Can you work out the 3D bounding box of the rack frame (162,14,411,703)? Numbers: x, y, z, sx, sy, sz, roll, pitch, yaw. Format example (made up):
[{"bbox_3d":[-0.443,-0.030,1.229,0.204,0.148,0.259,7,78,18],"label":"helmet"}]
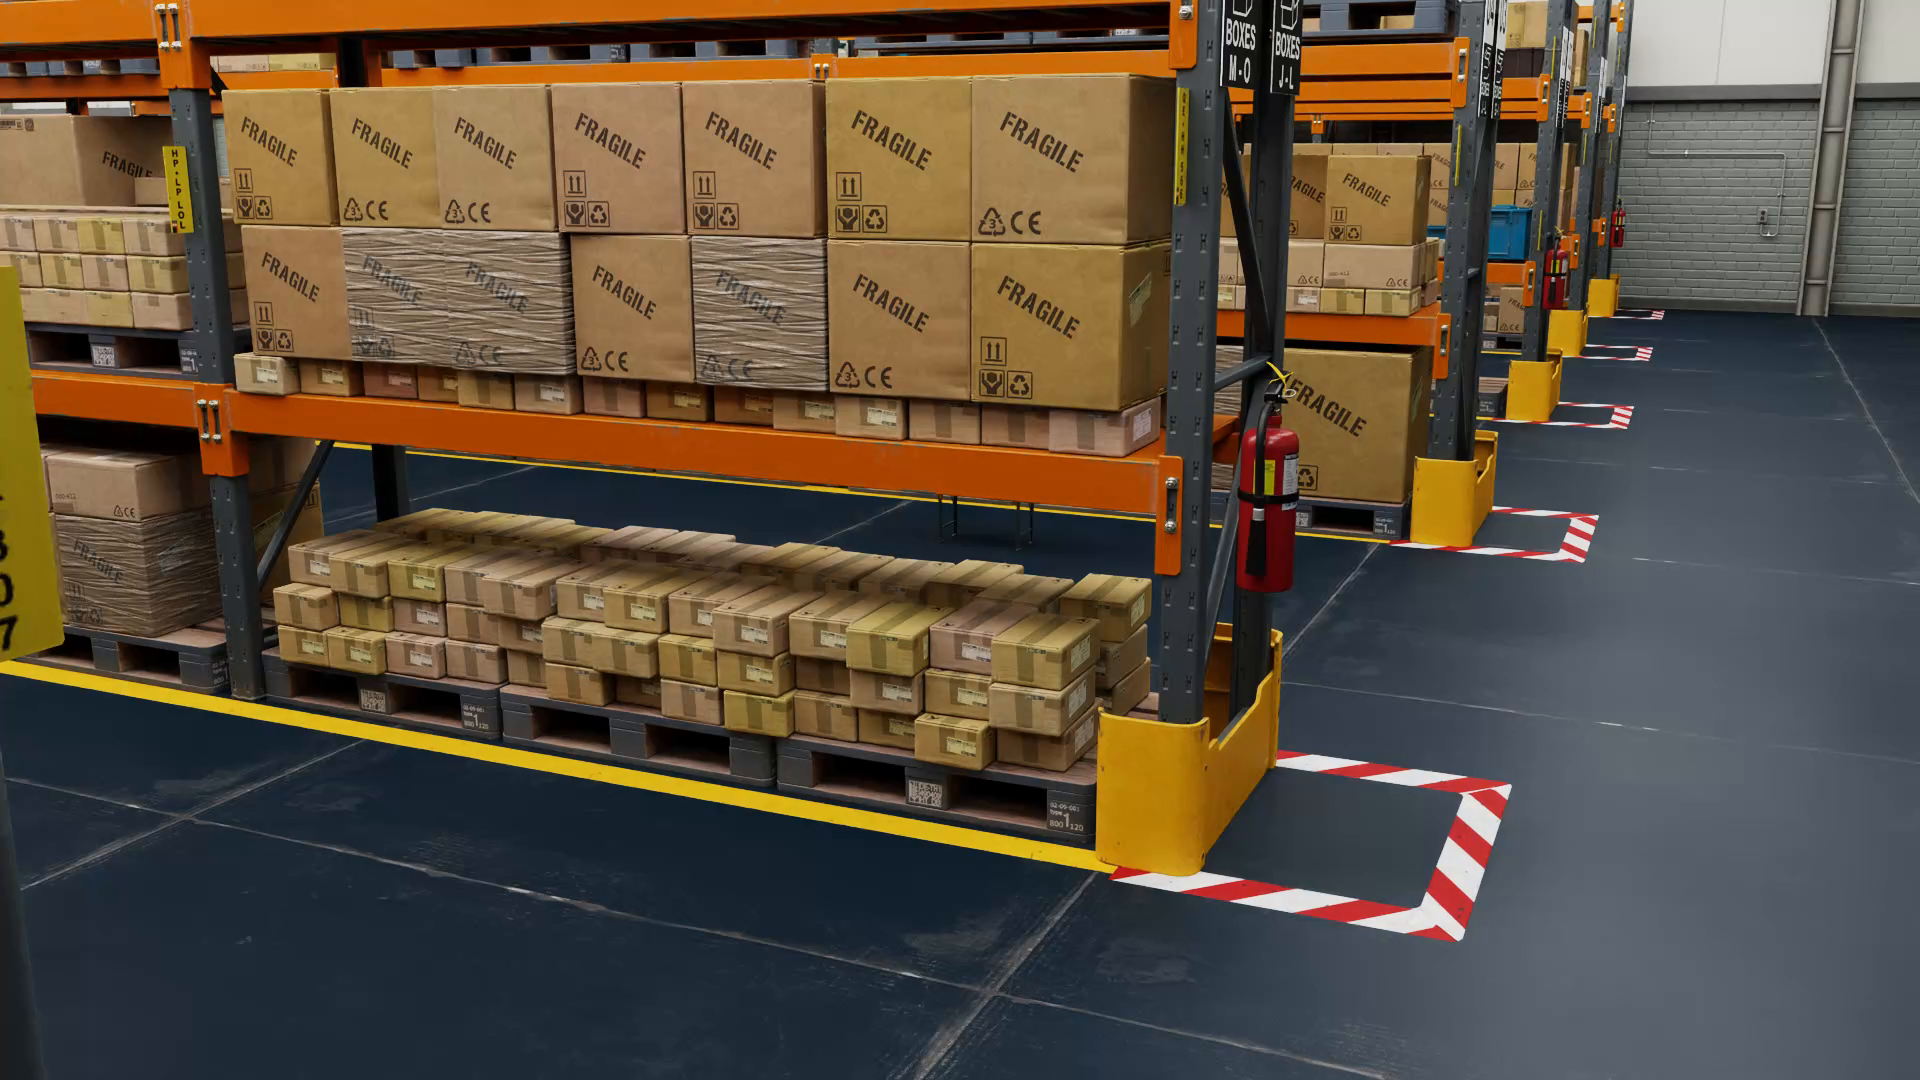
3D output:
[{"bbox_3d":[-2.777,-0.896,7.007,0.127,3.000,1.000,6,14,23],"label":"rack frame"}]

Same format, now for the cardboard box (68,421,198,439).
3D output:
[{"bbox_3d":[-3.833,-0.421,7.894,0.500,0.250,0.500,6,15,25],"label":"cardboard box"}]

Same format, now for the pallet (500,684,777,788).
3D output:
[{"bbox_3d":[-1.029,0.629,6.613,1.213,0.211,1.003,6,14,23],"label":"pallet"}]

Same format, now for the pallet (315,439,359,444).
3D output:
[{"bbox_3d":[-5.047,-1.008,13.588,1.213,0.211,1.003,6,14,23],"label":"pallet"}]

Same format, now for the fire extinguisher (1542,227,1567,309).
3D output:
[{"bbox_3d":[4.942,-2.259,13.801,0.183,0.674,0.296,6,14,23],"label":"fire extinguisher"}]

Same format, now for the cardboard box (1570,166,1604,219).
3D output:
[{"bbox_3d":[8.530,-4.847,23.190,0.700,0.700,0.980,7,15,26],"label":"cardboard box"}]

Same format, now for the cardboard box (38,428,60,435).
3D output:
[{"bbox_3d":[-4.514,-0.361,7.638,0.500,0.250,0.500,5,14,21],"label":"cardboard box"}]

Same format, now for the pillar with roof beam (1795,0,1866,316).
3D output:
[{"bbox_3d":[10.076,-6.609,18.220,0.400,9.000,9.100,6,14,23],"label":"pillar with roof beam"}]

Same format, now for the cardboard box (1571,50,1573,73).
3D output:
[{"bbox_3d":[6.425,-5.246,18.215,0.500,0.250,0.500,6,14,23],"label":"cardboard box"}]

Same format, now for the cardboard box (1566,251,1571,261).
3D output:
[{"bbox_3d":[8.515,-4.034,23.512,0.250,0.149,0.380,6,14,24],"label":"cardboard box"}]

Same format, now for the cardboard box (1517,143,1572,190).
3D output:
[{"bbox_3d":[6.479,-4.141,18.427,0.500,0.500,0.500,6,14,23],"label":"cardboard box"}]

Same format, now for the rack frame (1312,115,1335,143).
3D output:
[{"bbox_3d":[5.343,-5.026,24.610,0.127,3.000,1.000,6,14,23],"label":"rack frame"}]

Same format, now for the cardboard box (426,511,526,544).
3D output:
[{"bbox_3d":[-2.096,-0.008,7.243,0.250,0.149,0.380,6,14,24],"label":"cardboard box"}]

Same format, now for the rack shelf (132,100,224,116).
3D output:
[{"bbox_3d":[-7.812,-4.993,19.474,4.000,0.370,1.077,6,14,23],"label":"rack shelf"}]

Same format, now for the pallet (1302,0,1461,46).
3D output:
[{"bbox_3d":[2.299,-3.036,9.756,1.213,0.211,1.003,6,14,23],"label":"pallet"}]

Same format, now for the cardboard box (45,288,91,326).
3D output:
[{"bbox_3d":[-3.685,-1.021,7.170,0.250,0.149,0.380,6,14,23],"label":"cardboard box"}]

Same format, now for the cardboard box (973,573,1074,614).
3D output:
[{"bbox_3d":[0.238,0.248,6.150,0.250,0.149,0.380,6,15,24],"label":"cardboard box"}]

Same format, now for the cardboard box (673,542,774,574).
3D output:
[{"bbox_3d":[-0.941,0.128,6.664,0.250,0.149,0.380,6,14,23],"label":"cardboard box"}]

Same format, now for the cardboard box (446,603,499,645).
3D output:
[{"bbox_3d":[-1.824,0.288,6.630,0.250,0.149,0.380,5,14,20],"label":"cardboard box"}]

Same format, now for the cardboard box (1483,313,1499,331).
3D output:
[{"bbox_3d":[6.067,-2.511,19.130,0.250,0.166,0.380,6,14,23],"label":"cardboard box"}]

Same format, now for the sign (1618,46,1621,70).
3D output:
[{"bbox_3d":[8.768,-6.397,22.120,0.005,0.325,0.100,6,14,23],"label":"sign"}]

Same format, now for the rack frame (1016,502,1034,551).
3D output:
[{"bbox_3d":[0.374,-0.546,9.456,0.015,1.200,0.240,6,14,23],"label":"rack frame"}]

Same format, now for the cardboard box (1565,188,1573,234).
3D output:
[{"bbox_3d":[6.699,-3.766,19.020,0.500,0.500,0.500,6,15,24],"label":"cardboard box"}]

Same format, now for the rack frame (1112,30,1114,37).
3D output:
[{"bbox_3d":[1.331,-5.878,15.106,0.127,3.000,1.000,6,14,23],"label":"rack frame"}]

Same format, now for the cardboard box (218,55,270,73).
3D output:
[{"bbox_3d":[-5.326,-3.716,12.787,0.500,0.250,0.500,6,14,23],"label":"cardboard box"}]

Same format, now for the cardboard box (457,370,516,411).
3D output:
[{"bbox_3d":[-1.669,-0.594,6.269,0.250,0.149,0.380,6,15,24],"label":"cardboard box"}]

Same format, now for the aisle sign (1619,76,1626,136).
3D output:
[{"bbox_3d":[8.945,-5.853,22.440,0.004,0.787,0.394,6,14,23],"label":"aisle sign"}]

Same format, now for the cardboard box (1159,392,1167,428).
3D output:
[{"bbox_3d":[0.717,-0.502,5.878,0.250,0.149,0.380,6,14,23],"label":"cardboard box"}]

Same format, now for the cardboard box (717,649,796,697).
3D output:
[{"bbox_3d":[-0.672,0.431,6.024,0.250,0.149,0.380,6,14,24],"label":"cardboard box"}]

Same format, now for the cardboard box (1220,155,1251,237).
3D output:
[{"bbox_3d":[1.719,-2.183,10.528,0.500,0.500,0.500,5,14,22],"label":"cardboard box"}]

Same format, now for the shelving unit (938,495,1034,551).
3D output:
[{"bbox_3d":[0.151,-0.569,9.553,0.503,1.200,0.258,6,14,23],"label":"shelving unit"}]

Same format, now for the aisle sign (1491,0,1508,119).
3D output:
[{"bbox_3d":[3.169,-2.874,9.747,0.004,0.787,0.394,6,14,23],"label":"aisle sign"}]

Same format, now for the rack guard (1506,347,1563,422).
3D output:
[{"bbox_3d":[5.015,-1.371,14.502,0.348,0.500,1.175,6,14,23],"label":"rack guard"}]

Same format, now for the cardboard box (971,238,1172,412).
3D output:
[{"bbox_3d":[0.365,-0.707,5.333,0.500,0.500,0.500,6,15,24],"label":"cardboard box"}]

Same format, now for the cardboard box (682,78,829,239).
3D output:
[{"bbox_3d":[-0.581,-1.290,5.626,0.500,0.500,0.500,7,15,26],"label":"cardboard box"}]

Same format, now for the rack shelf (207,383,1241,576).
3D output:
[{"bbox_3d":[-0.948,-0.361,6.301,4.000,0.370,1.077,6,14,23],"label":"rack shelf"}]

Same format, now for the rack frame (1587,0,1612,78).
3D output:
[{"bbox_3d":[6.998,-6.542,17.936,0.127,3.000,1.000,6,14,23],"label":"rack frame"}]

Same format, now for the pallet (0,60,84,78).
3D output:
[{"bbox_3d":[-7.469,-3.952,13.878,1.003,0.211,1.213,6,14,23],"label":"pallet"}]

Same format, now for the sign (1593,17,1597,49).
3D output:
[{"bbox_3d":[6.755,-5.399,17.692,0.005,0.325,0.100,6,14,23],"label":"sign"}]

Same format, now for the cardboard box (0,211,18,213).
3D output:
[{"bbox_3d":[-4.414,-1.385,7.419,0.250,0.149,0.380,5,14,21],"label":"cardboard box"}]

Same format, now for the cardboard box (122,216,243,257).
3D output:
[{"bbox_3d":[-3.223,-1.264,6.905,0.250,0.149,0.380,7,15,26],"label":"cardboard box"}]

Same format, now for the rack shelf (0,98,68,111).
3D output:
[{"bbox_3d":[-9.818,-3.958,15.065,4.000,0.370,1.077,6,14,23],"label":"rack shelf"}]

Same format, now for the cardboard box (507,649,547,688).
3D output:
[{"bbox_3d":[-1.570,0.456,6.568,0.250,0.149,0.380,5,14,21],"label":"cardboard box"}]

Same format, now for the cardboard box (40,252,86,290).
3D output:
[{"bbox_3d":[-3.688,-1.166,7.139,0.250,0.149,0.380,6,15,26],"label":"cardboard box"}]

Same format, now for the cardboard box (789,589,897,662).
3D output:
[{"bbox_3d":[-0.412,0.302,5.921,0.250,0.149,0.380,5,14,21],"label":"cardboard box"}]

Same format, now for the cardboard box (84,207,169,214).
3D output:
[{"bbox_3d":[-3.903,-1.496,7.894,0.250,0.149,0.380,6,14,23],"label":"cardboard box"}]

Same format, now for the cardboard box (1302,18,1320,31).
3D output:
[{"bbox_3d":[4.200,-5.874,19.249,0.500,0.500,0.700,6,14,23],"label":"cardboard box"}]

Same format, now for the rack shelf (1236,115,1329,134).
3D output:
[{"bbox_3d":[3.515,-6.322,25.138,4.000,0.370,1.077,6,14,23],"label":"rack shelf"}]

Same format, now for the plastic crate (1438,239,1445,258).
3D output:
[{"bbox_3d":[4.169,-2.526,14.398,0.243,0.136,0.396,6,14,23],"label":"plastic crate"}]

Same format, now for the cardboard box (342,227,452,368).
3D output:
[{"bbox_3d":[-1.971,-0.947,6.354,0.500,0.500,0.500,6,14,23],"label":"cardboard box"}]

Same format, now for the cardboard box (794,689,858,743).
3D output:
[{"bbox_3d":[-0.399,0.587,6.008,0.250,0.149,0.380,6,14,24],"label":"cardboard box"}]

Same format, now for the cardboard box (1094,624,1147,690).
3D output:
[{"bbox_3d":[0.505,0.411,6.109,0.250,0.149,0.380,6,15,26],"label":"cardboard box"}]

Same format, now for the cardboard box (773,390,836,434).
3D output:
[{"bbox_3d":[-0.451,-0.475,5.763,0.250,0.149,0.380,5,14,21],"label":"cardboard box"}]

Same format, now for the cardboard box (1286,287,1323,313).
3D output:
[{"bbox_3d":[2.054,-1.442,9.883,0.250,0.149,0.380,6,14,23],"label":"cardboard box"}]

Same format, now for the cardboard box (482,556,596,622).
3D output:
[{"bbox_3d":[-1.619,0.184,6.424,0.250,0.149,0.380,6,15,24],"label":"cardboard box"}]

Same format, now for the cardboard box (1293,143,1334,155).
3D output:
[{"bbox_3d":[4.129,-4.377,19.434,0.500,0.500,0.500,5,14,21],"label":"cardboard box"}]
